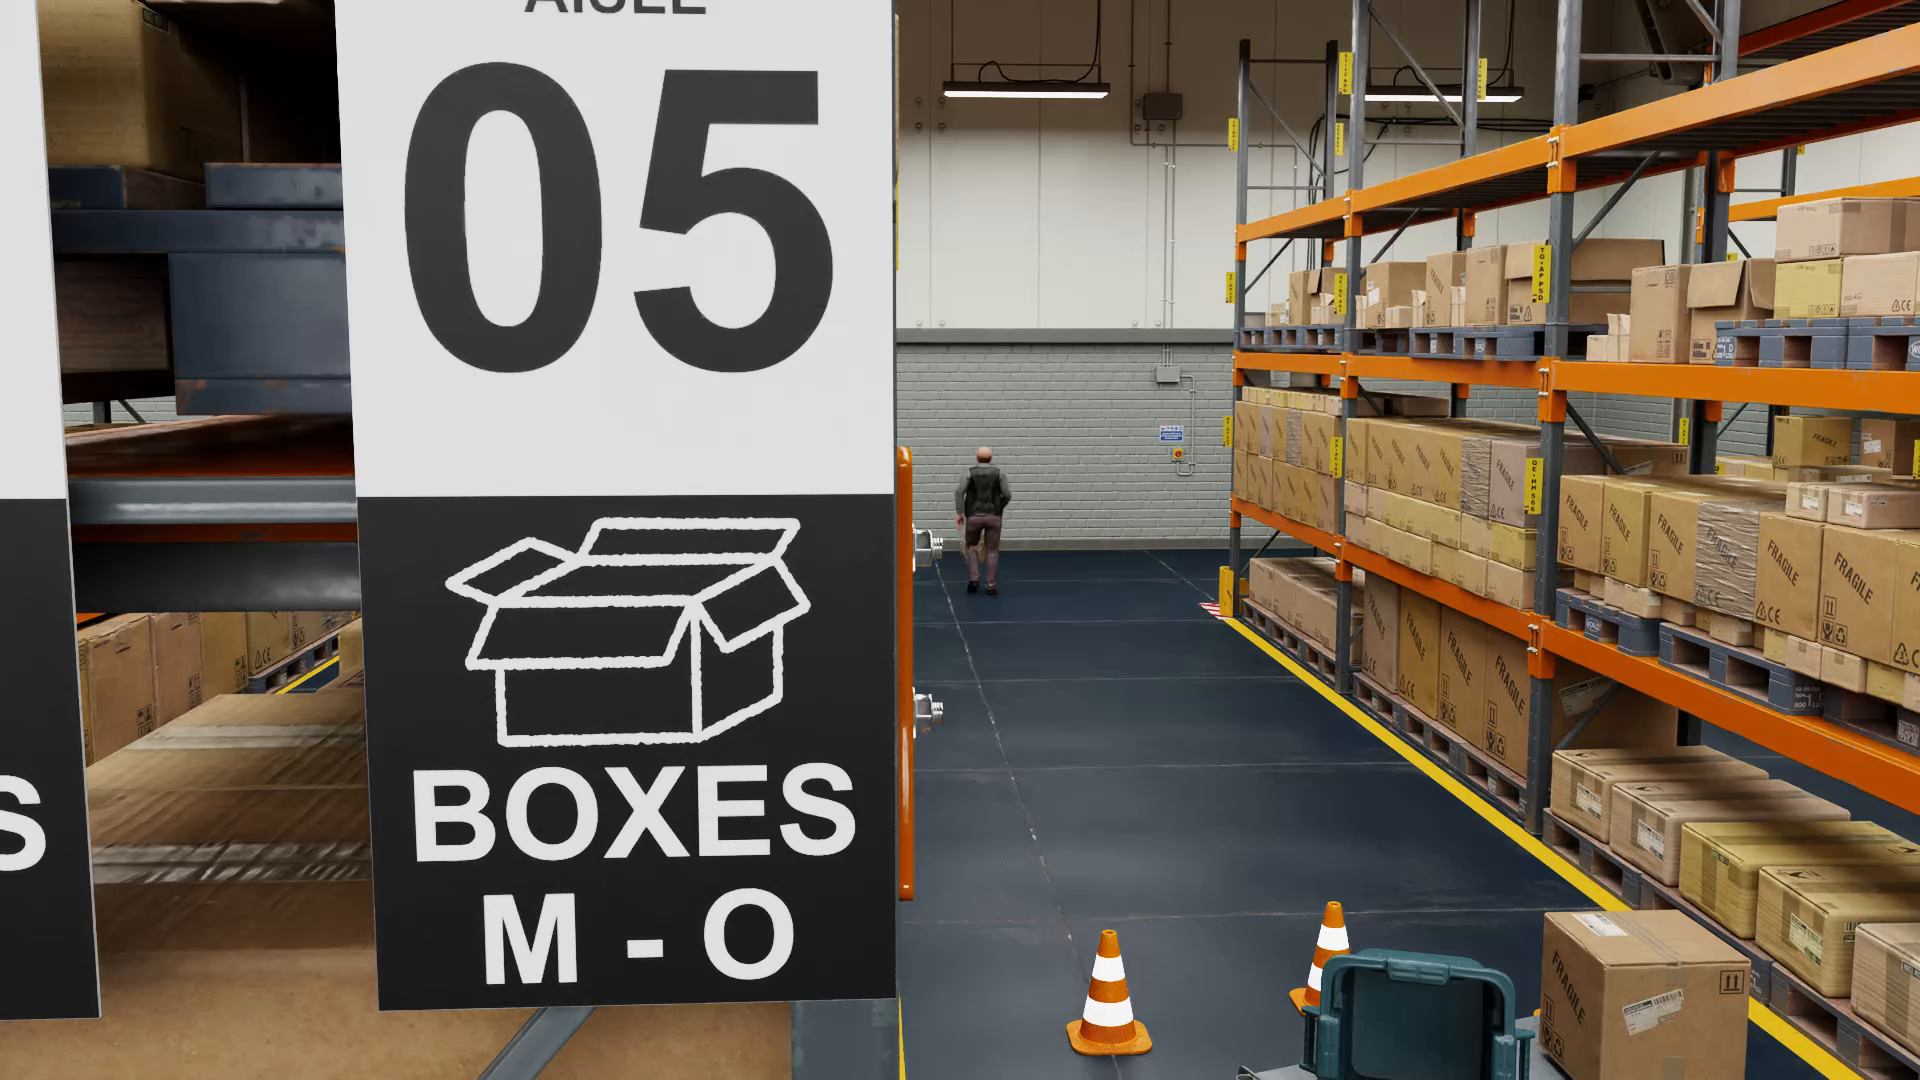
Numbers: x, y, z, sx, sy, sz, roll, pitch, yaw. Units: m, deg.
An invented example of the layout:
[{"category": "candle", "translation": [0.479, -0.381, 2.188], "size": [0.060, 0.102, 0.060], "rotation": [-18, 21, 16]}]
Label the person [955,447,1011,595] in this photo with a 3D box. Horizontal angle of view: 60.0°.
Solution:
[{"category": "person", "translation": [0.272, -0.241, 19.459], "size": [0.658, 1.697, 0.637], "rotation": [0, 7, 0]}]
